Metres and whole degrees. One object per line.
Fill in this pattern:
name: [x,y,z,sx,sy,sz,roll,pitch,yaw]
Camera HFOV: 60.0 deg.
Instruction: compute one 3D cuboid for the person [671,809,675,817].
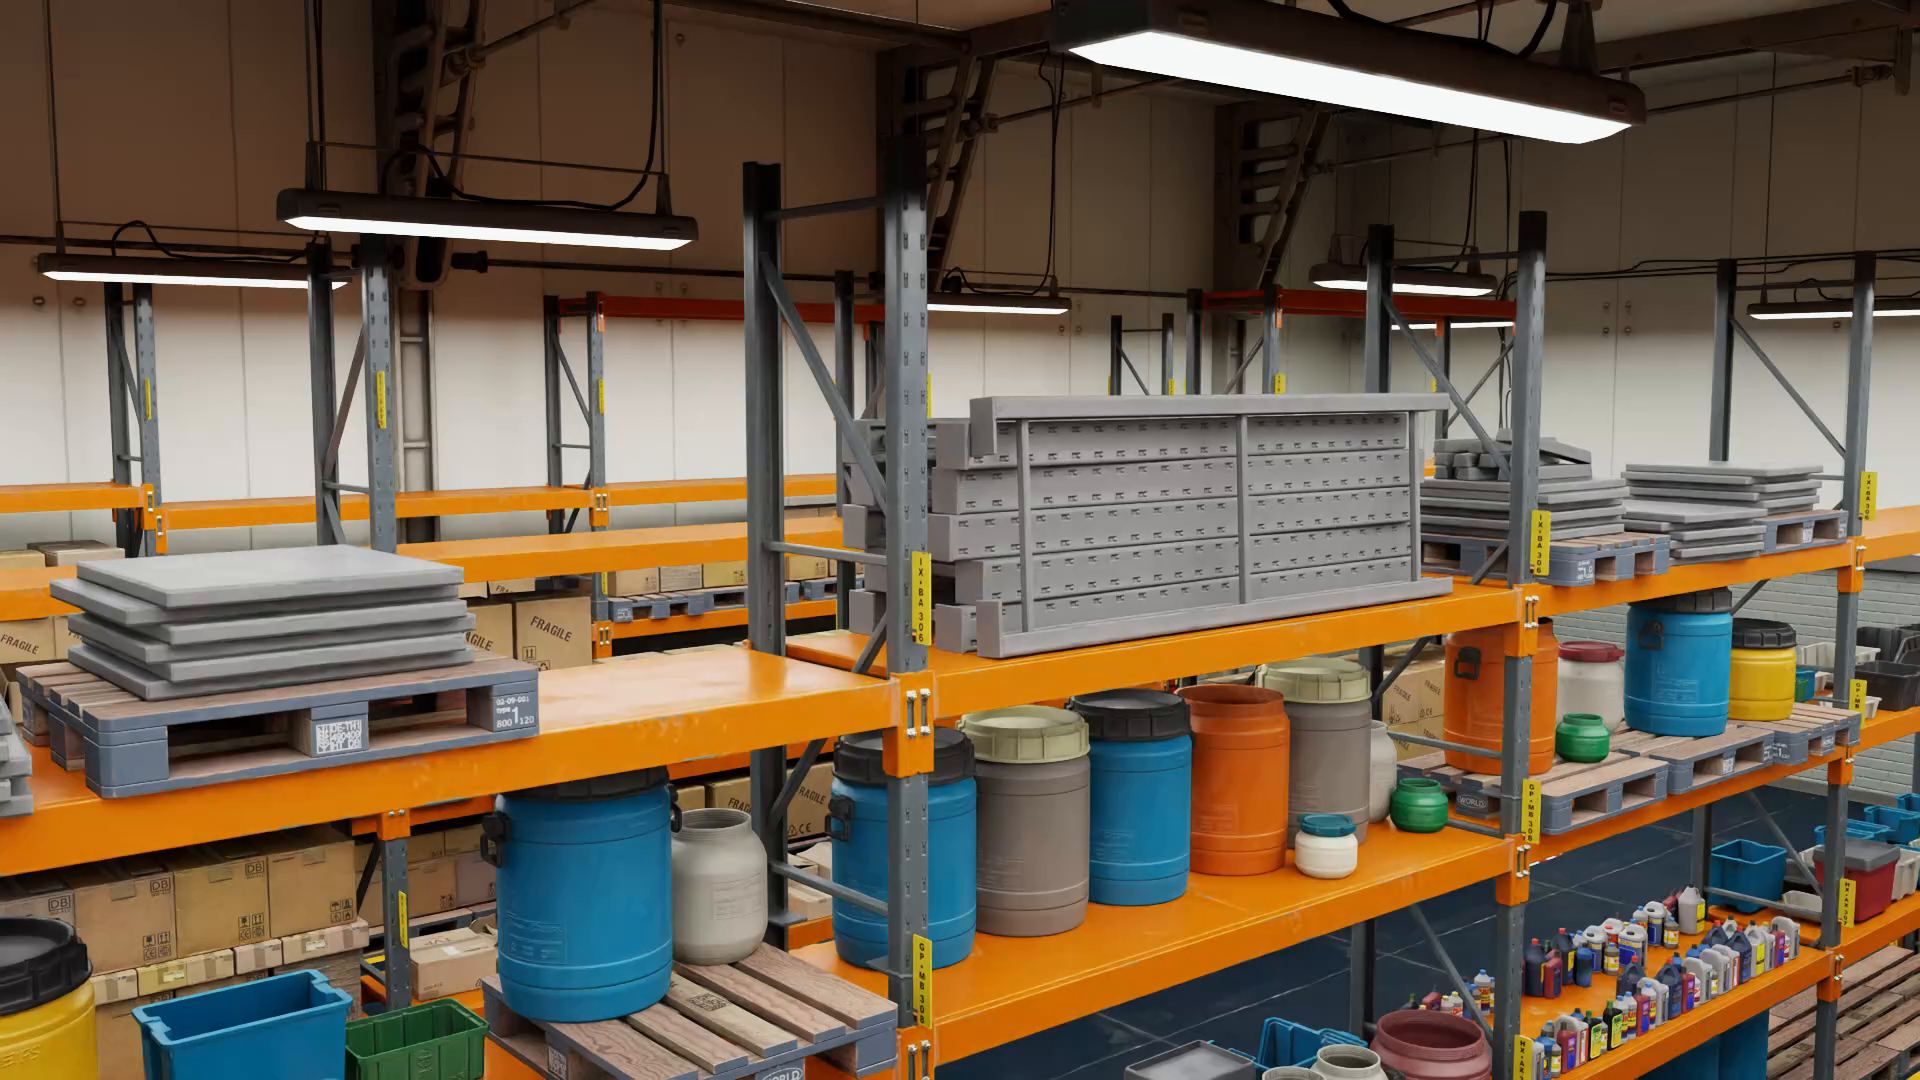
person: [-2.349,3.006,13.535,0.410,1.725,0.619,4,7,36]
